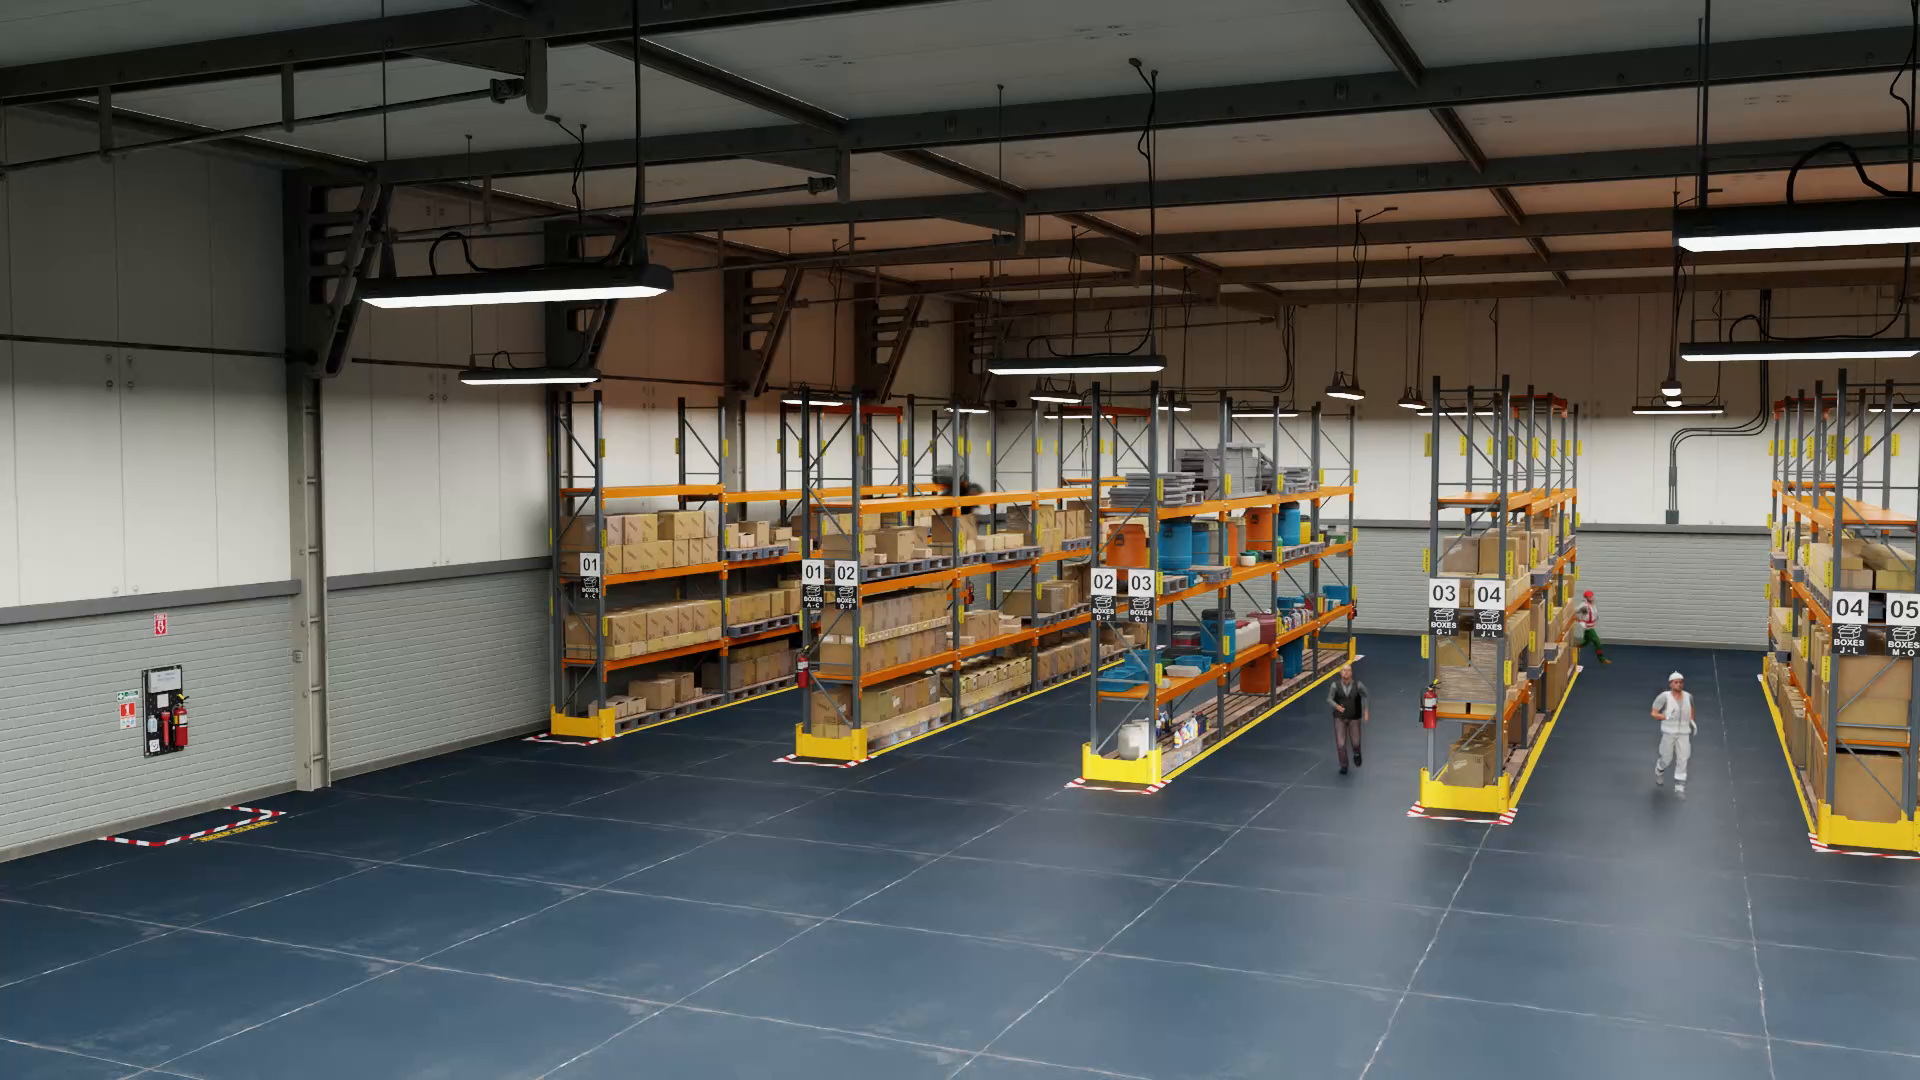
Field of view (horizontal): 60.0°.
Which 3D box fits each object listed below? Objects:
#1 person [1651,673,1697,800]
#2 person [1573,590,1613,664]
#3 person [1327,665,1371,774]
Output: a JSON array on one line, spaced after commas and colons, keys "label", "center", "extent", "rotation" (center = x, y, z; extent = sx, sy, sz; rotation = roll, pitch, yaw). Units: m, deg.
[{"label": "person", "center": [10.243, 2.777, 23.869], "extent": [0.668, 1.770, 0.908], "rotation": [0, 3, 4]}, {"label": "person", "center": [14.504, 2.007, 38.444], "extent": [1.023, 1.719, 0.722], "rotation": [3, 4, 42]}, {"label": "person", "center": [5.963, 2.762, 25.523], "extent": [0.669, 1.687, 0.591], "rotation": [1, 3, 13]}]
